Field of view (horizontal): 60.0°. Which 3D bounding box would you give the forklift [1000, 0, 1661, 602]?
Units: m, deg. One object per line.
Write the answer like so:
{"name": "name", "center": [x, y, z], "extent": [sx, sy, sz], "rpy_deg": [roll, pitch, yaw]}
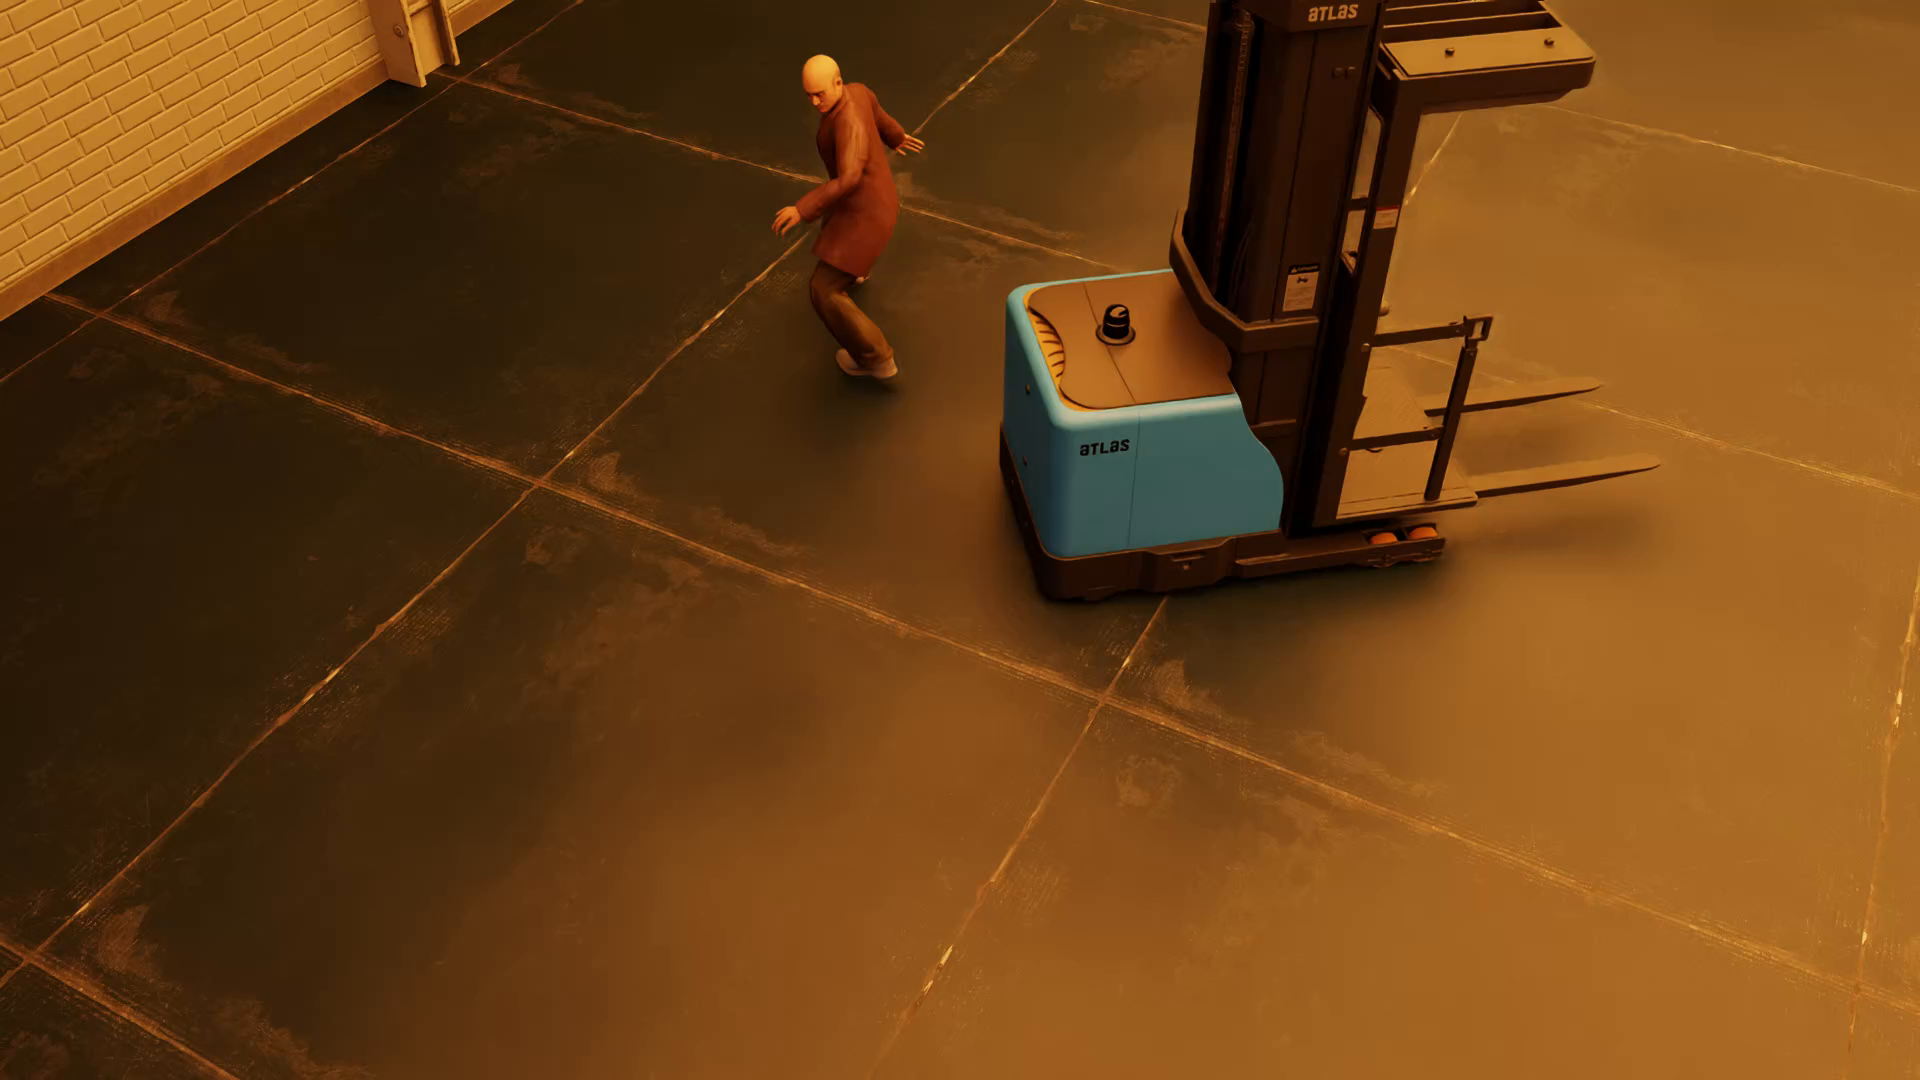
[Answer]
{"name": "forklift", "center": [1.761, -1.291, 7.024], "extent": [3.031, 2.935, 1.130], "rpy_deg": [-8, 44, -8]}

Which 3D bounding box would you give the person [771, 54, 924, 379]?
{"name": "person", "center": [-0.551, -1.683, 8.495], "extent": [0.598, 1.739, 1.143], "rpy_deg": [5, 43, 5]}
